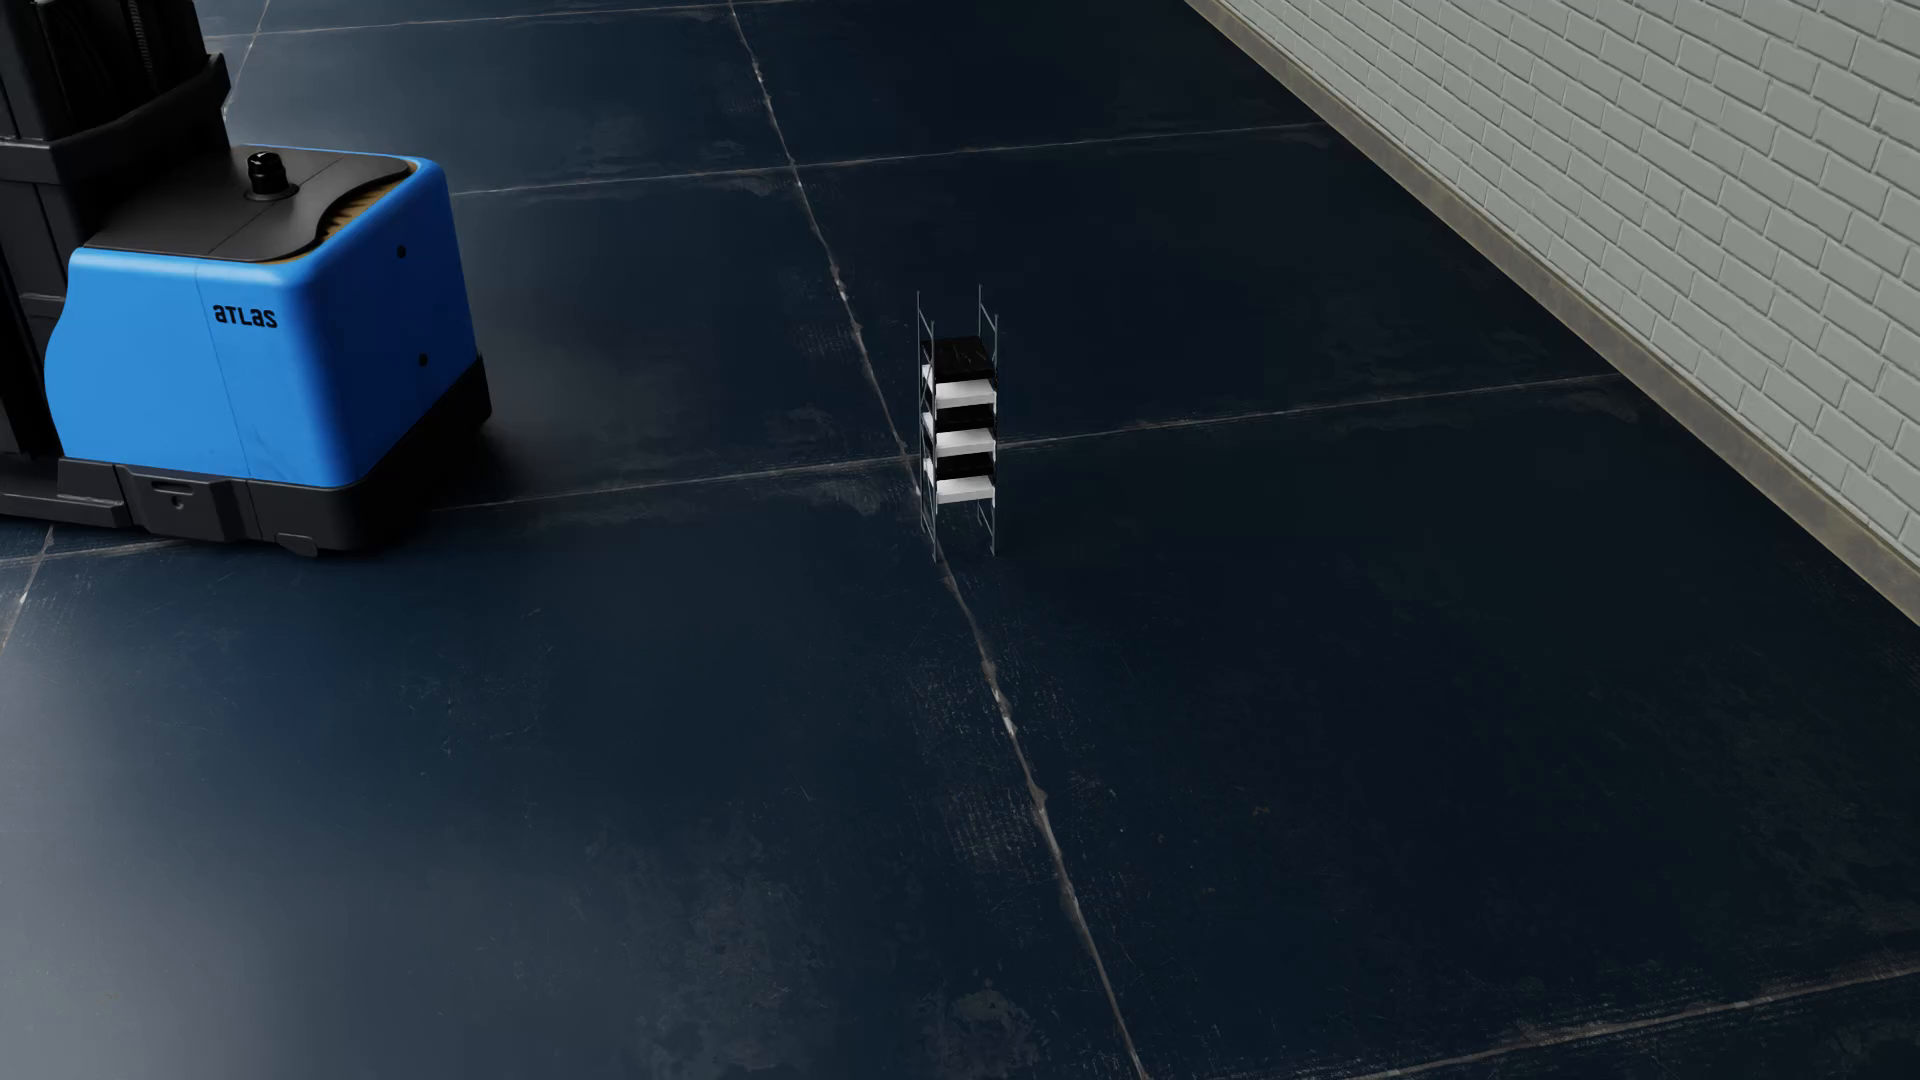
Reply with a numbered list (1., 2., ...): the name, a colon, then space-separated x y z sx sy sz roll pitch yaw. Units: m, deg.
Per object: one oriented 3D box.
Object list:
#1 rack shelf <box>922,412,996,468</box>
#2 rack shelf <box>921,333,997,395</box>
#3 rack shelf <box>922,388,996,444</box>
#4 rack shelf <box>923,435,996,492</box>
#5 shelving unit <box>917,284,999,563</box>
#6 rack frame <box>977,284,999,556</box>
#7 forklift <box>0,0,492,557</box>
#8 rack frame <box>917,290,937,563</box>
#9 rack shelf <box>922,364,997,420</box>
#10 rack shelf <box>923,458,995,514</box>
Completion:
1. rack shelf: -0.008 -0.345 5.516 0.200 0.077 0.258 -7 35 -11
2. rack shelf: -0.008 -0.569 5.366 0.200 0.077 0.258 -7 35 -11
3. rack shelf: -0.008 -0.420 5.466 0.200 0.077 0.258 -7 35 -11
4. rack shelf: -0.008 -0.270 5.566 0.200 0.077 0.258 -7 35 -11
5. shelving unit: -0.008 -0.373 5.498 0.210 0.900 0.258 -7 35 -11
6. rack frame: 0.091 -0.385 5.516 0.006 0.900 0.240 -7 35 -11
7. forklift: -3.355 -1.569 5.458 3.031 2.935 1.130 7 34 10
8. rack frame: -0.107 -0.360 5.479 0.006 0.900 0.240 -7 35 -11
9. rack shelf: -0.008 -0.494 5.416 0.200 0.077 0.258 -7 35 -11
10. rack shelf: -0.008 -0.196 5.617 0.200 0.077 0.258 -7 35 -11
